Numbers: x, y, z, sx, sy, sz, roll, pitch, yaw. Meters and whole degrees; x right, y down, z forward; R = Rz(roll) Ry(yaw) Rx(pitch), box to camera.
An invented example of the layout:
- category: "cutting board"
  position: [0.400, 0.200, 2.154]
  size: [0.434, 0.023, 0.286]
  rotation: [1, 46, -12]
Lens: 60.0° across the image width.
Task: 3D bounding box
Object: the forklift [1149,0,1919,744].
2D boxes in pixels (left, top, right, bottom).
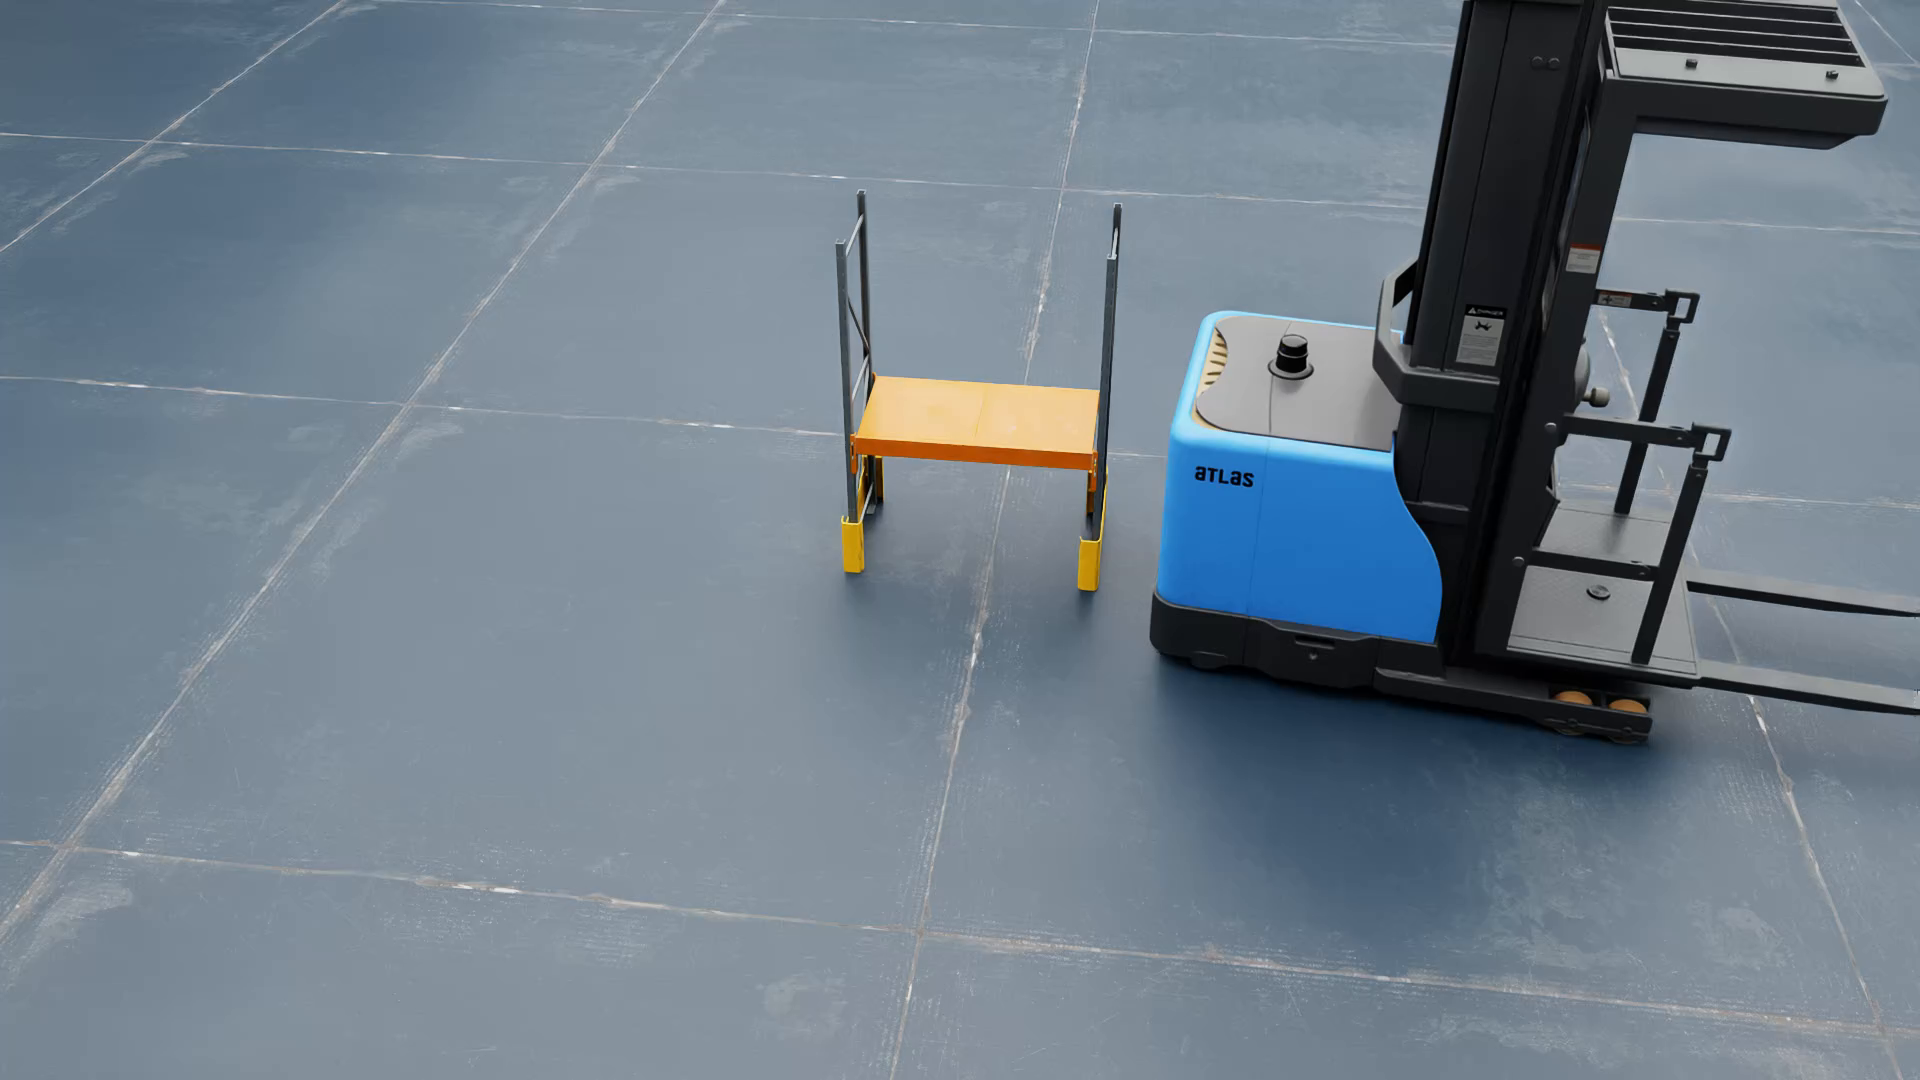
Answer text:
- category: "forklift"
  position: [2.323, -0.777, 5.816]
  size: [3.031, 2.935, 1.130]
  rotation: [8, 36, 12]

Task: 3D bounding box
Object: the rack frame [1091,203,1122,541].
- category: "rack frame"
  position: [0.589, -0.567, 6.753]
  size: [0.032, 1.500, 0.500]
  rotation: [4, 36, 6]

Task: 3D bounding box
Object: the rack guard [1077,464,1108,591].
- category: "rack guard"
  position: [0.570, -0.059, 7.118]
  size: [0.087, 0.250, 0.587]
  rotation: [4, 36, 6]

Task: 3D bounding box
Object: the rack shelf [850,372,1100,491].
- category: "rack shelf"
  position: [0.085, -0.458, 6.910]
  size: [1.000, 0.185, 0.538]
  rotation: [4, 36, 6]

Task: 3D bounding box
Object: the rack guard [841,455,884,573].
- category: "rack guard"
  position: [-0.418, -0.133, 7.221]
  size: [0.087, 0.250, 0.587]
  rotation: [4, 36, 6]

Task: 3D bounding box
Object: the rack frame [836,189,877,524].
- category: "rack frame"
  position: [-0.420, -0.642, 6.858]
  size: [0.032, 1.500, 0.500]
  rotation: [4, 36, 6]

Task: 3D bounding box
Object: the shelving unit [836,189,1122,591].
- category: "shelving unit"
  position: [0.076, -0.605, 6.806]
  size: [1.083, 1.500, 0.587]
  rotation: [4, 36, 6]
